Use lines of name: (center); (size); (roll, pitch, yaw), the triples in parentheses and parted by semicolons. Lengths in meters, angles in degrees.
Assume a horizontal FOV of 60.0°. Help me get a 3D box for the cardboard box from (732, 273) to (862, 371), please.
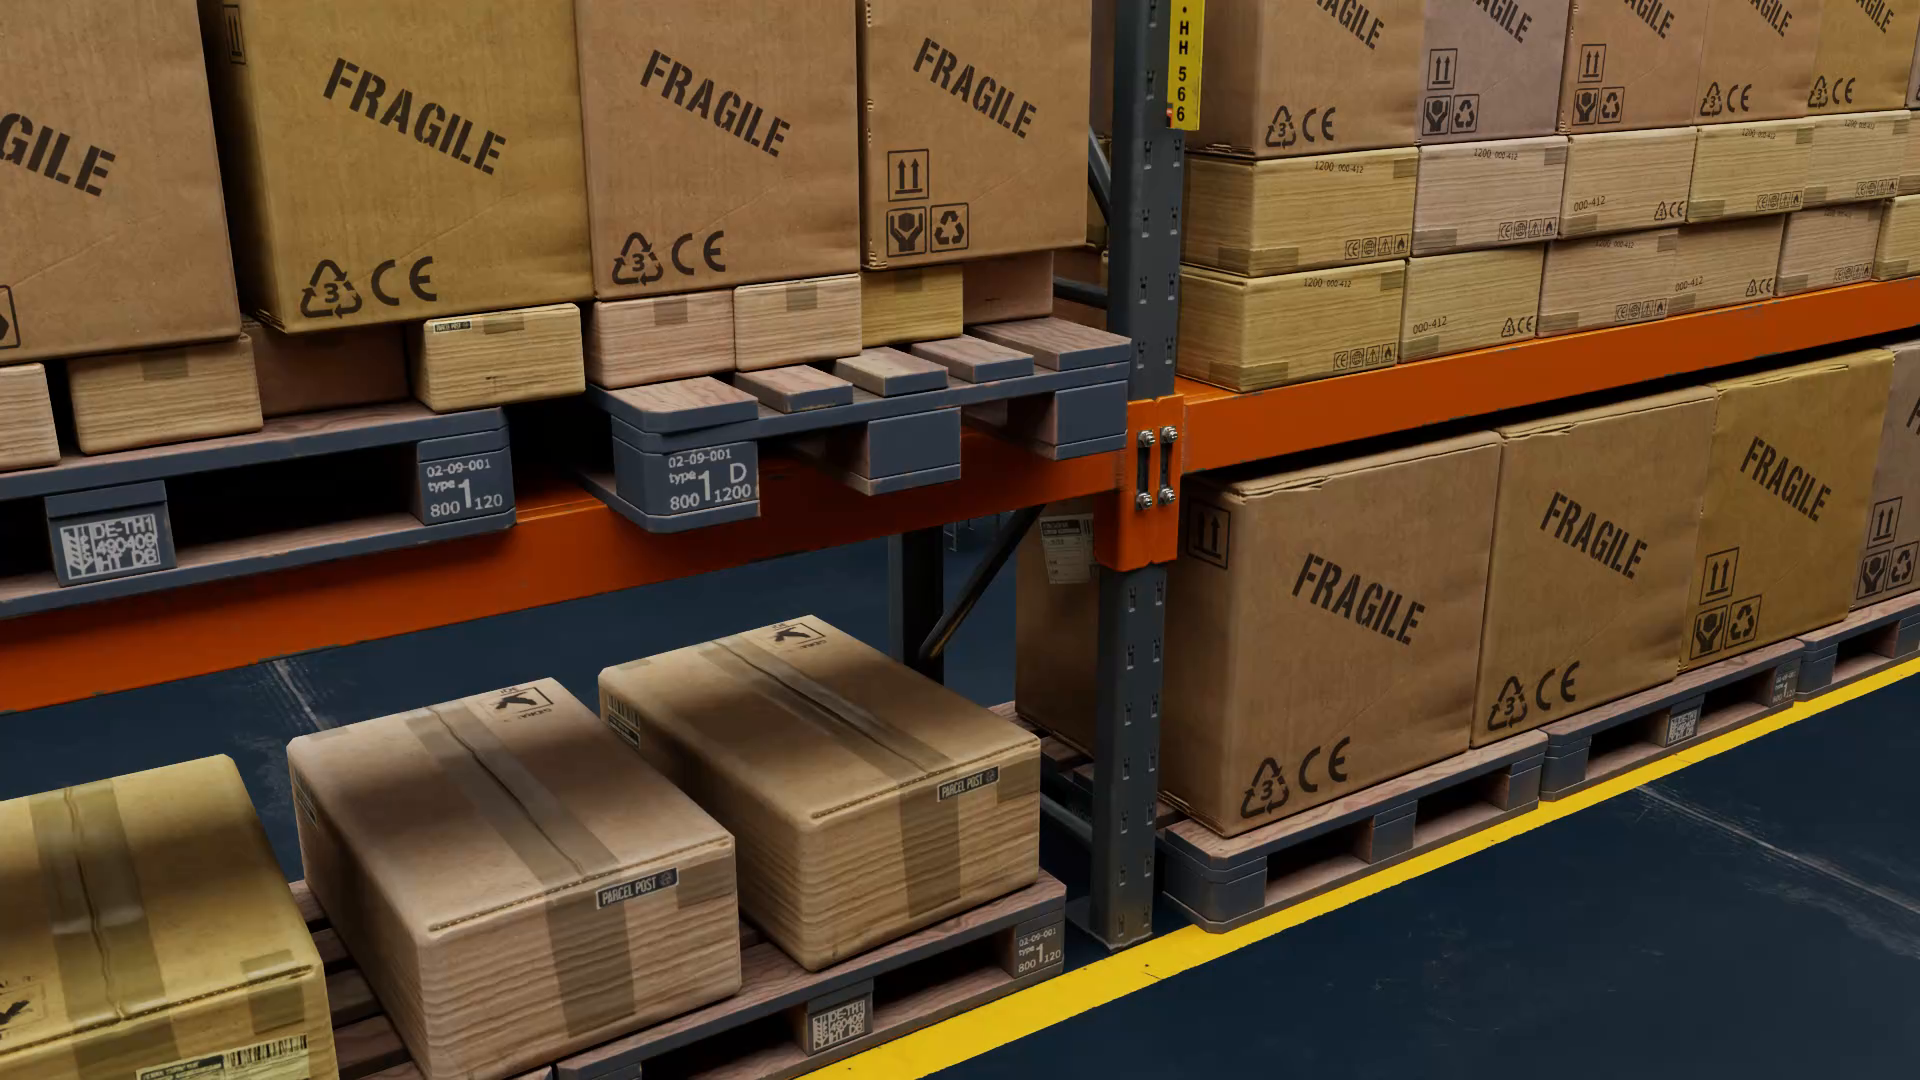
cardboard box: (-0.384, -0.434, 3.081); (0.250, 0.149, 0.380); (-12, 22, -32)

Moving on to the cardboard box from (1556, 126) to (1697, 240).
cardboard box: (1.545, -0.962, 4.359); (0.500, 0.250, 0.500); (-12, 22, -32)

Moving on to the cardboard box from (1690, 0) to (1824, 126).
cardboard box: (1.950, -1.405, 4.500); (0.500, 0.500, 0.500); (-12, 22, -31)

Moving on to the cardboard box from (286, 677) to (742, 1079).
cardboard box: (-0.959, 0.677, 3.505); (0.625, 0.372, 0.950); (-12, 22, -32)

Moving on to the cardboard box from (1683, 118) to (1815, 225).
cardboard box: (1.976, -1.048, 4.613); (0.500, 0.250, 0.500); (-11, 22, -30)

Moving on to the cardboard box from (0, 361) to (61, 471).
cardboard box: (-1.471, -0.208, 2.413); (0.250, 0.149, 0.380); (-11, 22, -29)

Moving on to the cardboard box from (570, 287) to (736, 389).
cardboard box: (-0.598, -0.392, 2.956); (0.250, 0.149, 0.380); (-13, 23, -34)

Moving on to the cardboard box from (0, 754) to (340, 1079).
cardboard box: (-1.595, 0.809, 3.114); (0.625, 0.372, 0.950); (-11, 22, -30)

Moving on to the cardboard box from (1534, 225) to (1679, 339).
cardboard box: (1.538, -0.731, 4.459); (0.500, 0.250, 0.500); (-11, 22, -30)

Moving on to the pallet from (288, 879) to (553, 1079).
pallet: (-1.541, 1.074, 3.237); (1.213, 0.211, 1.003); (-12, 22, -31)

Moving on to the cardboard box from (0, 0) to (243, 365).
cardboard box: (-1.399, -0.551, 2.415); (0.500, 0.500, 0.500); (-13, 23, -34)

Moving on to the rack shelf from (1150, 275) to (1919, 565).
rack shelf: (1.801, -0.609, 4.986); (4.000, 0.370, 1.077); (-12, 22, -31)

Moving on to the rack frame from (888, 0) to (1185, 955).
rack frame: (0.130, -0.598, 3.829); (0.127, 3.000, 1.000); (-12, 22, -31)

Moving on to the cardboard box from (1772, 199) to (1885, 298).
cardboard box: (2.377, -0.911, 4.991); (0.500, 0.250, 0.500); (-13, 22, -33)

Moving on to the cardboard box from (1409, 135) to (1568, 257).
cardboard box: (1.122, -0.877, 4.110); (0.500, 0.250, 0.500); (-11, 22, -30)

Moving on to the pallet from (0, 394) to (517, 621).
pallet: (-1.500, -0.147, 2.796); (1.213, 0.211, 1.003); (-12, 22, -31)

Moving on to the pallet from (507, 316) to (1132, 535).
pallet: (-0.406, -0.353, 3.404); (1.003, 0.211, 1.213); (-12, 22, -31)

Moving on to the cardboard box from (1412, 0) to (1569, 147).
cardboard box: (1.086, -1.230, 3.982); (0.500, 0.500, 0.500); (-12, 22, -31)

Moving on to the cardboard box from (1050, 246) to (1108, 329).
cardboard box: (0.410, -0.685, 4.322); (0.500, 0.250, 0.500); (-13, 23, -33)

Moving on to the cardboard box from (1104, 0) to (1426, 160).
cardboard box: (0.677, -1.140, 3.716); (0.500, 0.500, 0.500); (-13, 22, -33)

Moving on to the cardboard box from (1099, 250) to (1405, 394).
cardboard box: (0.678, -0.545, 3.909); (0.500, 0.250, 0.500); (-12, 22, -32)

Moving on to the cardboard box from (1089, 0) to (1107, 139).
cardboard box: (0.418, -1.280, 4.129); (0.500, 0.500, 0.500); (-13, 22, -33)

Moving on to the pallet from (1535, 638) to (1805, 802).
pallet: (1.848, 0.391, 5.258); (1.213, 0.211, 1.003); (-12, 22, -31)

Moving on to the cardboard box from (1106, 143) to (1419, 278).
cardboard box: (0.689, -0.786, 3.841); (0.500, 0.250, 0.500); (-12, 22, -32)

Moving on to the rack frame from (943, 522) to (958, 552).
rack frame: (-0.078, -0.410, 6.552); (0.006, 0.900, 0.240); (-12, 22, -31)

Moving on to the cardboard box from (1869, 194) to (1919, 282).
cardboard box: (2.809, -0.995, 5.239); (0.500, 0.250, 0.500); (-12, 22, -32)

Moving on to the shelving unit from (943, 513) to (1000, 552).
shelving unit: (0.007, -0.428, 6.605); (0.210, 0.900, 0.258); (-12, 22, -31)

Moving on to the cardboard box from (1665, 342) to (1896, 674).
cardboard box: (2.247, -0.203, 5.323); (0.875, 0.875, 0.875); (-11, 22, -30)

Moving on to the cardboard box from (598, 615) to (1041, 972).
cardboard box: (-0.347, 0.545, 3.896); (0.625, 0.372, 0.950); (-14, 23, -35)

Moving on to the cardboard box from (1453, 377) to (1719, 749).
cardboard box: (1.500, -0.045, 4.857); (0.875, 0.875, 0.875); (-12, 22, -31)

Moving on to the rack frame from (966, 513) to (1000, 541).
rack frame: (0.092, -0.446, 6.658); (0.006, 0.900, 0.240); (-12, 22, -31)

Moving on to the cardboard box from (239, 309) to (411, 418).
cardboard box: (-1.100, -0.329, 2.770); (0.250, 0.149, 0.380); (-12, 22, -31)

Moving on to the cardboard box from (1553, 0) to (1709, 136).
cardboard box: (1.526, -1.317, 4.239); (0.500, 0.500, 0.500); (-11, 22, -30)

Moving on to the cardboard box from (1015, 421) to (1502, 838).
cardboard box: (0.753, 0.111, 4.396); (0.875, 0.875, 0.875); (-12, 22, -32)

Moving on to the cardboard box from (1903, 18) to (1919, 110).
cardboard box: (2.808, -1.584, 5.030); (0.500, 0.500, 0.500); (-11, 22, -30)

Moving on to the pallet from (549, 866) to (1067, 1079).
pallet: (-0.523, 0.861, 3.869); (1.213, 0.211, 1.003); (-12, 22, -31)

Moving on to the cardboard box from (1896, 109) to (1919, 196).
cardboard box: (2.823, -1.235, 5.168); (0.500, 0.250, 0.500); (-11, 22, -30)

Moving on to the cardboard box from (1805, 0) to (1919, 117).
cardboard box: (2.374, -1.500, 4.781); (0.500, 0.500, 0.500); (-11, 22, -30)

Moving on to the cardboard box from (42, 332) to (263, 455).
cardboard box: (-1.264, -0.263, 2.575); (0.250, 0.149, 0.380); (-13, 22, -33)

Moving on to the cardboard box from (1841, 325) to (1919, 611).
cardboard box: (2.997, -0.364, 5.799); (0.875, 0.875, 0.875); (-11, 22, -30)

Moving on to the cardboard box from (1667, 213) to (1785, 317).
cardboard box: (1.948, -0.819, 4.719); (0.500, 0.250, 0.500); (-12, 22, -31)

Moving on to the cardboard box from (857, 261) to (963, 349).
cardboard box: (-0.198, -0.490, 3.248); (0.250, 0.149, 0.380); (-12, 22, -31)

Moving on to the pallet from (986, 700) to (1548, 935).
pallet: (0.830, 0.605, 4.626); (1.213, 0.211, 1.003); (-12, 22, -31)

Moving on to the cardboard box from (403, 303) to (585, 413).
cardboard box: (-0.821, -0.339, 2.802); (0.250, 0.149, 0.380); (-11, 22, -30)

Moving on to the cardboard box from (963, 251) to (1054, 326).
cardboard box: (-0.014, -0.557, 3.445); (0.250, 0.149, 0.380); (-11, 22, -29)

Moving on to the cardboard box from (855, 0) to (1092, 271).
cardboard box: (-0.096, -0.830, 3.241); (0.500, 0.500, 0.500); (-13, 22, -33)

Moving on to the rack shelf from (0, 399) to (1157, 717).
rack shelf: (-1.540, 0.096, 2.902); (4.000, 0.370, 1.077); (-12, 22, -31)

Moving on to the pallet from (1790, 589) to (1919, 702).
pallet: (2.868, 0.175, 5.898); (1.213, 0.211, 1.003); (-12, 22, -31)

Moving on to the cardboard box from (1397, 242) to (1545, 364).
cardboard box: (1.097, -0.641, 4.190); (0.500, 0.250, 0.500); (-13, 22, -33)

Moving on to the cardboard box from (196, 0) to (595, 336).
cardboard box: (-0.943, -0.647, 2.699); (0.500, 0.500, 0.500); (-14, 23, -35)

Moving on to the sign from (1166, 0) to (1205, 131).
sign: (0.437, -0.965, 3.231); (0.005, 0.325, 0.100); (-12, 22, -31)

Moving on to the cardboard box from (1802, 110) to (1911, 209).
cardboard box: (2.394, -1.142, 4.894); (0.500, 0.250, 0.500); (-11, 22, -30)

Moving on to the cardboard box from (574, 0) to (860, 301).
cardboard box: (-0.522, -0.736, 2.963); (0.500, 0.500, 0.500); (-12, 22, -32)

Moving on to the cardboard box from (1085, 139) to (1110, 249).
cardboard box: (0.395, -0.917, 4.226); (0.500, 0.250, 0.500); (-12, 22, -32)
